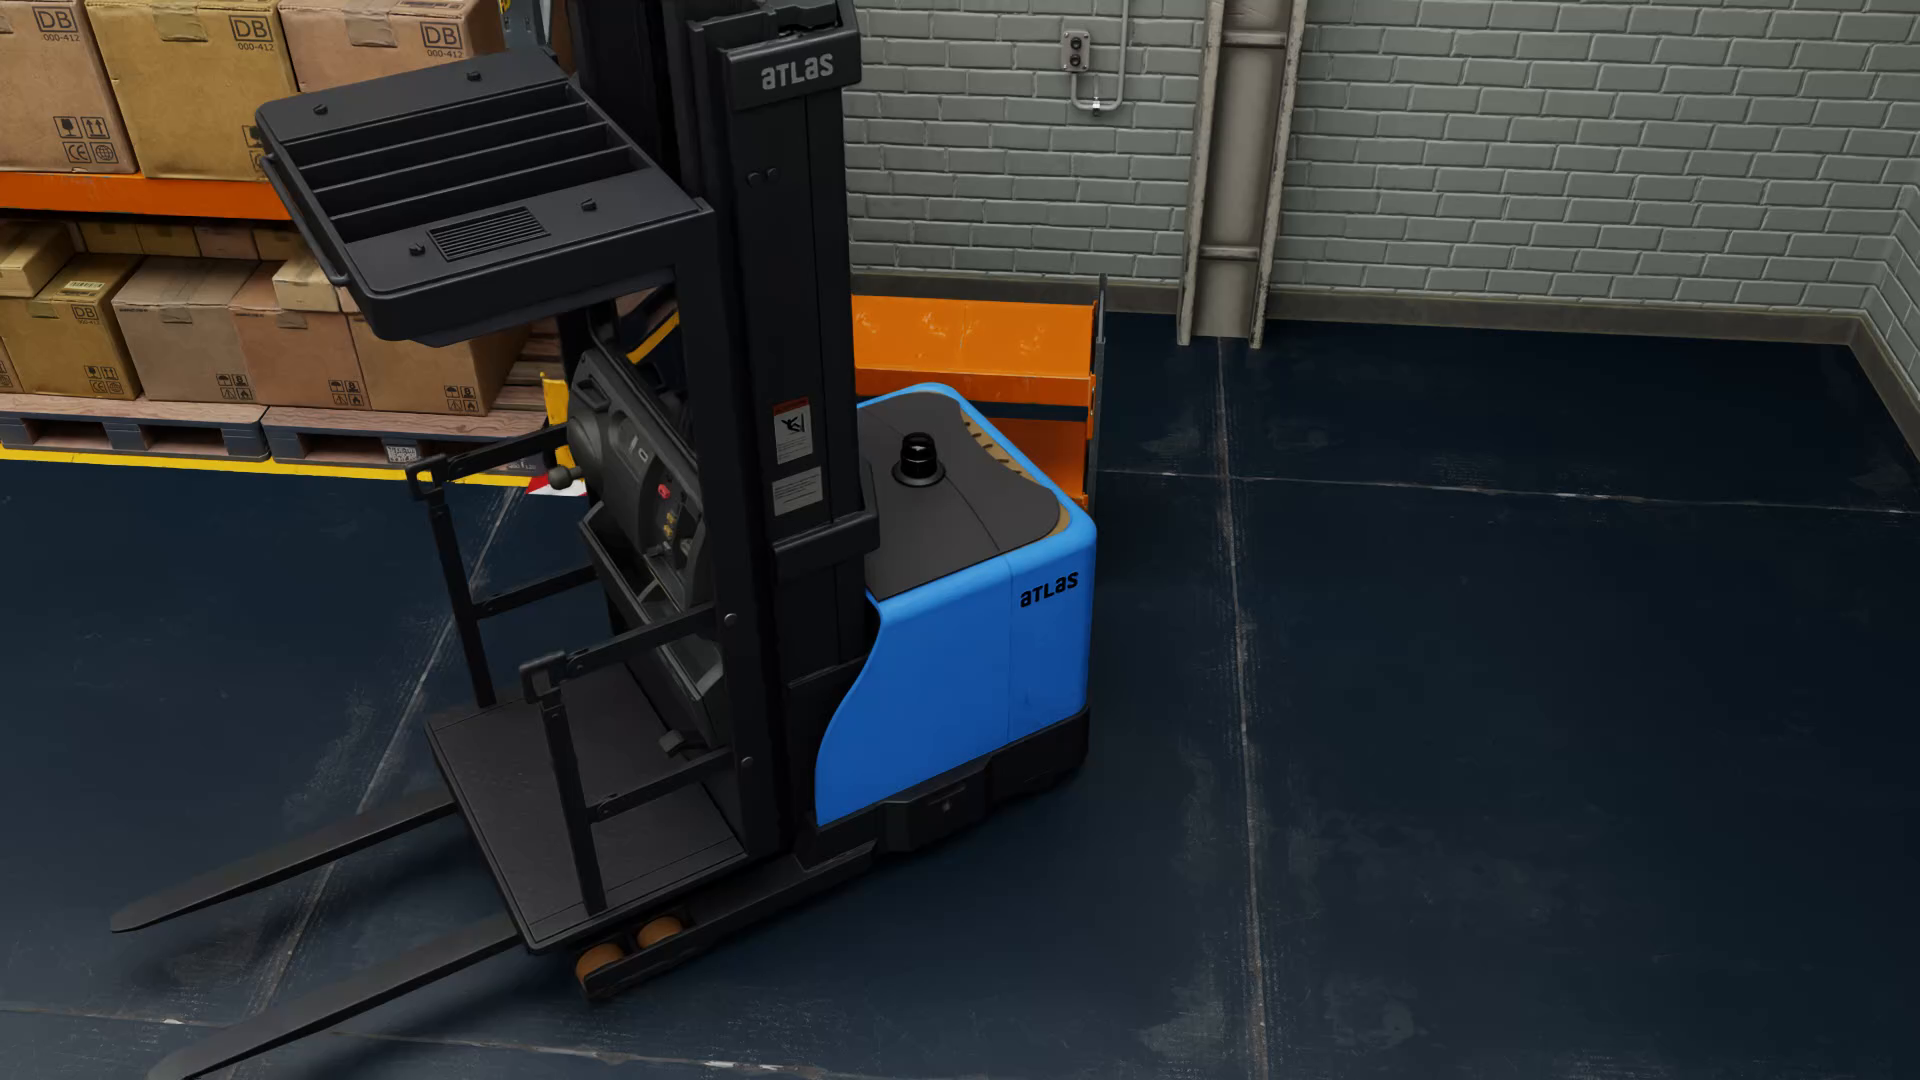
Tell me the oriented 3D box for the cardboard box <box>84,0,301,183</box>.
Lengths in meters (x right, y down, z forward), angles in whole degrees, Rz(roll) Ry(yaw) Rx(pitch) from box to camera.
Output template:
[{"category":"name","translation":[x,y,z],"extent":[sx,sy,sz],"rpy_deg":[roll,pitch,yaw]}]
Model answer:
[{"category":"cardboard box","translation":[-2.757,-1.950,6.532],"extent":[0.700,0.700,0.980],"rpy_deg":[3,39,3]}]

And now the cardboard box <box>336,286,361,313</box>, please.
[{"category":"cardboard box","translation":[-2.372,-1.092,6.849],"extent":[0.250,0.149,0.380],"rpy_deg":[3,39,3]}]

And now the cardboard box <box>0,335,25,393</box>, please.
[{"category":"cardboard box","translation":[-4.271,-1.056,7.319],"extent":[0.500,0.500,0.700],"rpy_deg":[3,39,3]}]

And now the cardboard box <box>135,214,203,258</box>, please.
[{"category":"cardboard box","translation":[-3.349,-1.387,7.211],"extent":[0.250,0.149,0.380],"rpy_deg":[4,39,4]}]

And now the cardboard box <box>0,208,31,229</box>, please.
[{"category":"cardboard box","translation":[-4.111,-1.428,7.262],"extent":[0.250,0.149,0.380],"rpy_deg":[2,39,2]}]

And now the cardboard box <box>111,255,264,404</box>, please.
[{"category":"cardboard box","translation":[-3.228,-1.002,7.253],"extent":[0.500,0.500,0.700],"rpy_deg":[2,39,2]}]

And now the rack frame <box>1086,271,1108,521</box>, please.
[{"category":"rack frame","translation":[0.513,-0.408,6.360],"extent":[0.032,1.125,0.500],"rpy_deg":[3,39,4]}]

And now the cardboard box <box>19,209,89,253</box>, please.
[{"category":"cardboard box","translation":[-3.859,-1.414,7.245],"extent":[0.250,0.149,0.380],"rpy_deg":[4,39,4]}]

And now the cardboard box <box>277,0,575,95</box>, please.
[{"category":"cardboard box","translation":[-2.031,-1.917,6.492],"extent":[0.700,0.700,0.980],"rpy_deg":[5,39,6]}]

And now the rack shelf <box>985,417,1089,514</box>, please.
[{"category":"rack shelf","translation":[0.007,-0.246,6.549],"extent":[1.000,0.278,0.538],"rpy_deg":[3,39,4]}]

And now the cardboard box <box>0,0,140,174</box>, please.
[{"category":"cardboard box","translation":[-3.516,-1.997,6.590],"extent":[0.700,0.700,0.980],"rpy_deg":[1,39,2]}]

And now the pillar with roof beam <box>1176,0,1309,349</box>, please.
[{"category":"pillar with roof beam","translation":[0.871,-1.796,1.828],"extent":[0.400,9.000,9.100],"rpy_deg":[3,39,4]}]

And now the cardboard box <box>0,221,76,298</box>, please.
[{"category":"cardboard box","translation":[-3.925,-1.175,6.951],"extent":[0.250,0.149,0.380],"rpy_deg":[2,39,3]}]

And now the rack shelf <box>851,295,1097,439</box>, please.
[{"category":"rack shelf","translation":[0.007,-0.663,6.210],"extent":[1.000,0.278,0.538],"rpy_deg":[3,39,4]}]

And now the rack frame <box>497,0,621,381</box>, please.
[{"category":"rack frame","translation":[-1.522,-1.779,6.560],"extent":[0.127,3.000,1.000],"rpy_deg":[3,39,4]}]

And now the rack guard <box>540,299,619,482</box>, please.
[{"category":"rack guard","translation":[-1.498,-0.809,7.347],"extent":[0.348,0.500,1.175],"rpy_deg":[3,39,4]}]

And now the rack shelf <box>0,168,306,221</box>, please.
[{"category":"rack shelf","translation":[-3.515,-1.609,6.921],"extent":[4.000,0.370,1.077],"rpy_deg":[3,39,4]}]

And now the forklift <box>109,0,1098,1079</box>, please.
[{"category":"forklift","translation":[-1.089,-0.134,4.593],"extent":[3.031,2.935,1.130],"rpy_deg":[-21,43,-23]}]

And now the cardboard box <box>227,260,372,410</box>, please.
[{"category":"cardboard box","translation":[-2.727,-0.975,7.220],"extent":[0.500,0.500,0.700],"rpy_deg":[3,39,4]}]

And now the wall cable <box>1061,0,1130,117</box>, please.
[{"category":"wall cable","translation":[-0.165,-2.699,6.885],"extent":[1.851,1.984,0.084],"rpy_deg":[3,39,4]}]

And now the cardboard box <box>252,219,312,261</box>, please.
[{"category":"cardboard box","translation":[-2.840,-1.360,7.178],"extent":[0.250,0.149,0.380],"rpy_deg":[3,39,4]}]

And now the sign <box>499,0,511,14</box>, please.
[{"category":"sign","translation":[-1.583,-1.980,5.701],"extent":[0.005,0.325,0.100],"rpy_deg":[3,39,4]}]

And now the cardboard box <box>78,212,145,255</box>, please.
[{"category":"cardboard box","translation":[-3.602,-1.401,7.228],"extent":[0.250,0.149,0.380],"rpy_deg":[2,39,3]}]

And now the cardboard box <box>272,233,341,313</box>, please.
[{"category":"cardboard box","translation":[-2.626,-1.106,6.866],"extent":[0.250,0.149,0.380],"rpy_deg":[4,39,5]}]

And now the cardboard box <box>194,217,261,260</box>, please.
[{"category":"cardboard box","translation":[-3.094,-1.373,7.194],"extent":[0.250,0.149,0.380],"rpy_deg":[4,39,4]}]

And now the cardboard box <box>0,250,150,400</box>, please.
[{"category":"cardboard box","translation":[-3.760,-1.027,7.283],"extent":[0.500,0.500,0.700],"rpy_deg":[4,39,5]}]

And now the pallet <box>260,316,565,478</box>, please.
[{"category":"pallet","translation":[-2.325,-0.692,7.433],"extent":[1.213,0.211,1.003],"rpy_deg":[3,39,4]}]

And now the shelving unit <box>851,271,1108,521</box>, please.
[{"category":"shelving unit","translation":[0.007,-0.436,6.394],"extent":[1.048,1.125,0.538],"rpy_deg":[3,39,4]}]

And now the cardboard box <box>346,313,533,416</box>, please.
[{"category":"cardboard box","translation":[-2.228,-0.948,7.186],"extent":[0.500,0.500,0.700],"rpy_deg":[3,39,4]}]

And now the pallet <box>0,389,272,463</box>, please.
[{"category":"pallet","translation":[-3.537,-0.760,7.517],"extent":[1.213,0.211,1.003],"rpy_deg":[3,39,4]}]
